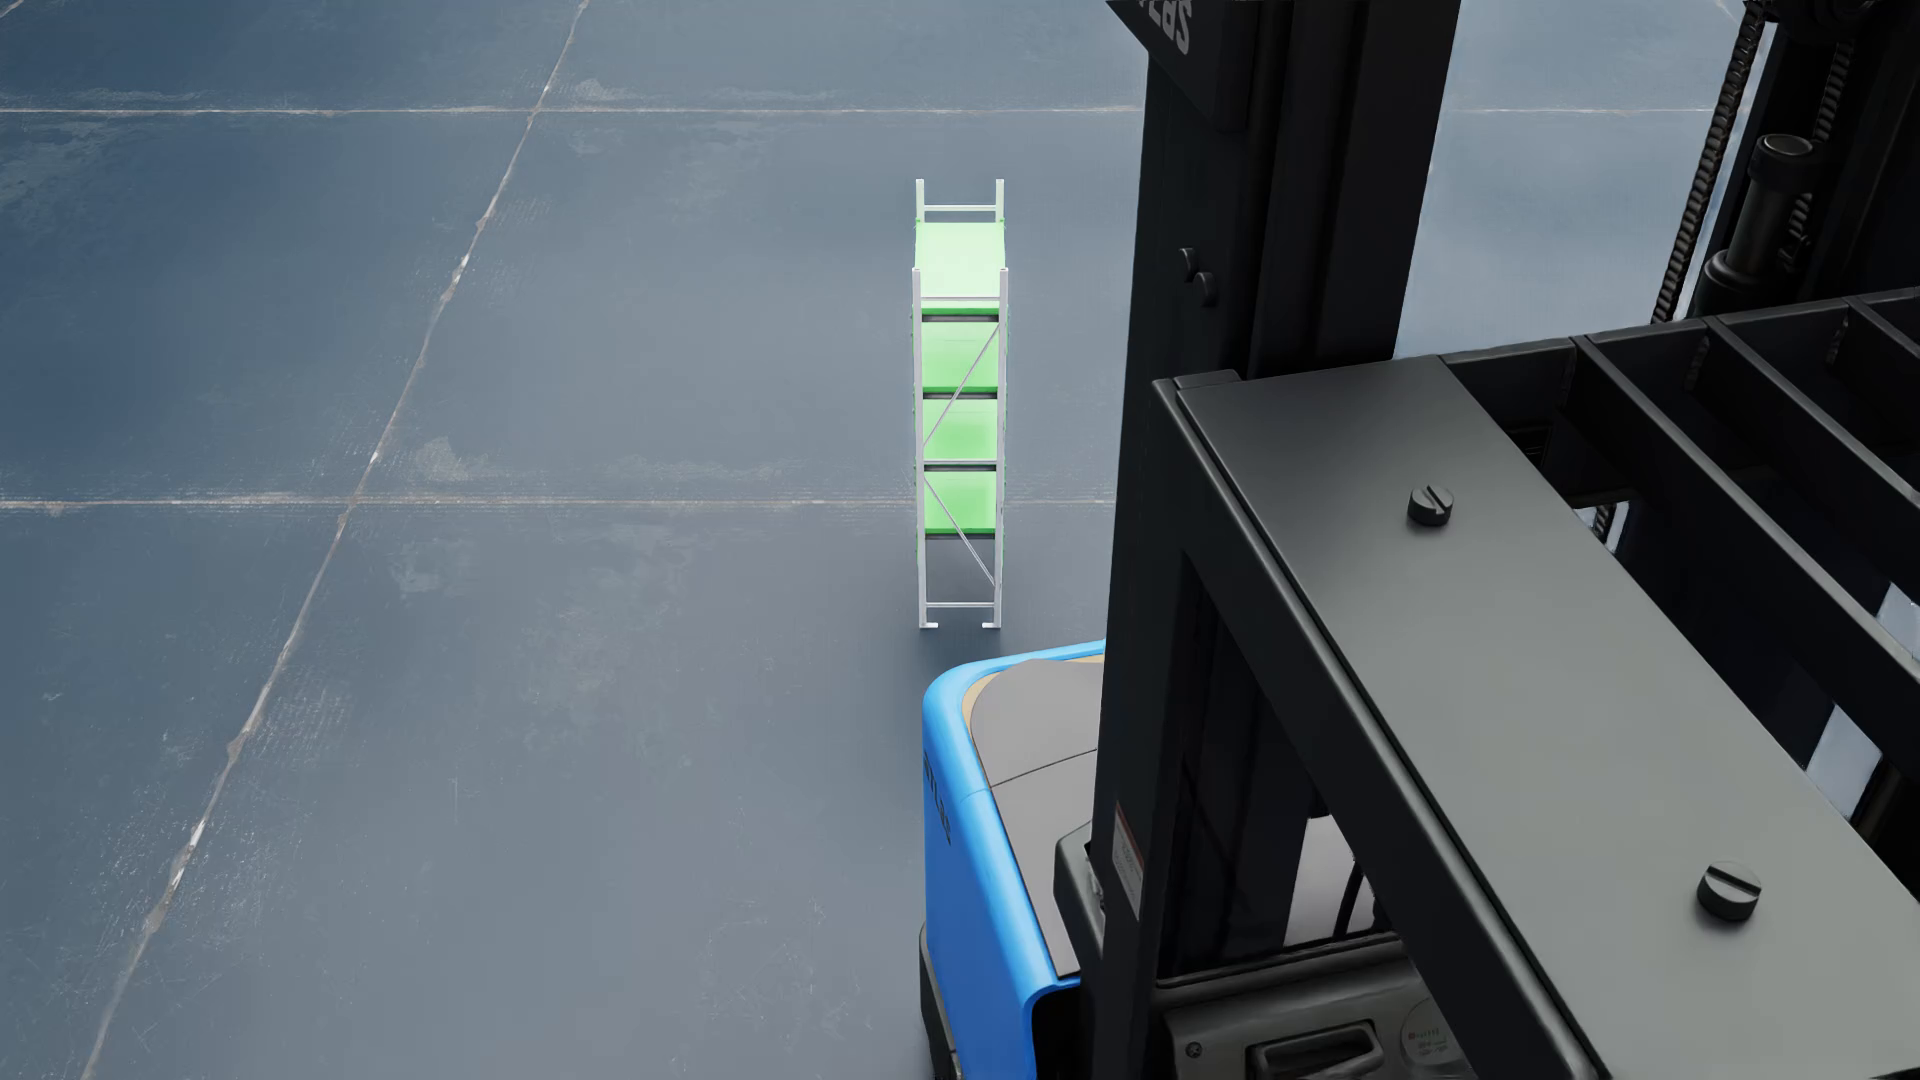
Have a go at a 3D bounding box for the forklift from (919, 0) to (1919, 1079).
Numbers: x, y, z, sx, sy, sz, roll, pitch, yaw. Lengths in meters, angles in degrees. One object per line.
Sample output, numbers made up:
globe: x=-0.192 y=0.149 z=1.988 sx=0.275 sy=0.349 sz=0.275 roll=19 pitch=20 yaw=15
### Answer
forklift: x=0.765 y=0.765 z=1.951 sx=1.130 sy=2.935 sz=3.031 roll=-9 pitch=40 yaw=-11

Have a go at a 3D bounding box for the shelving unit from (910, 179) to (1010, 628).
shelving unit: x=0.000 y=-0.365 z=4.746 sx=0.258 sy=1.200 sz=0.503 roll=0 pitch=39 yaw=0

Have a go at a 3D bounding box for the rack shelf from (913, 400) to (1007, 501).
rack shelf: x=0.000 y=-0.315 z=4.786 sx=0.258 sy=0.148 sz=0.480 roll=0 pitch=39 yaw=0

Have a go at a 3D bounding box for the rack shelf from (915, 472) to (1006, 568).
rack shelf: x=0.000 y=-0.128 z=4.936 sx=0.258 sy=0.148 sz=0.480 roll=0 pitch=39 yaw=0

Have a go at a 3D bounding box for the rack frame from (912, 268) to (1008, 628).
rack frame: x=0.000 y=-0.212 z=4.555 sx=0.240 sy=1.200 sz=0.015 roll=0 pitch=39 yaw=0

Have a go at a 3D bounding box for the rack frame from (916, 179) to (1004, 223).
rack frame: x=0.000 y=-0.517 z=4.936 sx=0.240 sy=1.200 sz=0.015 roll=0 pitch=39 yaw=0

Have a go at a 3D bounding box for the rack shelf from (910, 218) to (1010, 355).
rack shelf: x=0.000 y=-0.689 z=4.485 sx=0.258 sy=0.148 sz=0.480 roll=0 pitch=39 yaw=0

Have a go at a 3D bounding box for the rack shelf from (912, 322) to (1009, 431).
rack shelf: x=0.000 y=-0.502 z=4.635 sx=0.258 sy=0.148 sz=0.480 roll=0 pitch=39 yaw=0
